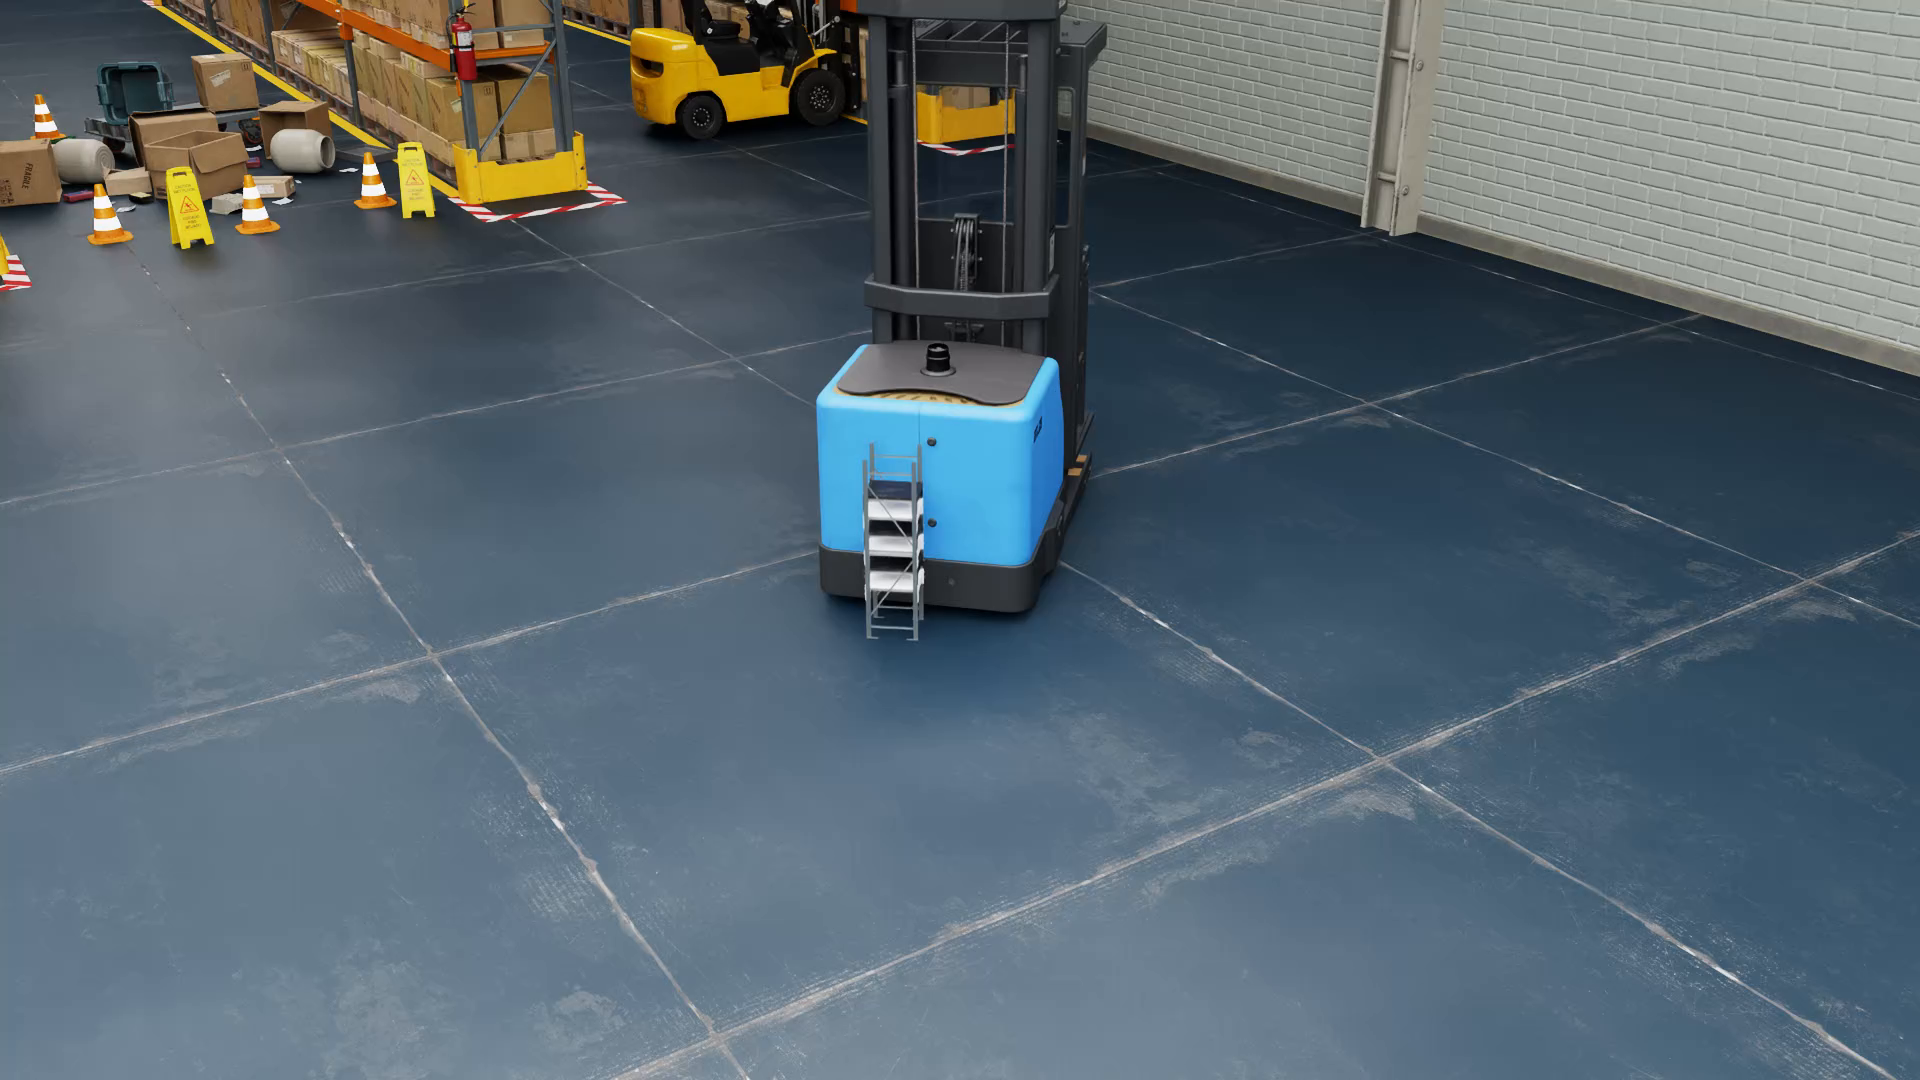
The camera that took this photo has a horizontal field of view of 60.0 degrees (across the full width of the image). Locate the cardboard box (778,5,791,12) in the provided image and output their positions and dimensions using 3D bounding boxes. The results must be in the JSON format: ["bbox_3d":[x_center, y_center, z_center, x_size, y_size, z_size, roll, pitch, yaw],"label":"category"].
[{"bbox_3d":[-2.090,-6.342,20.228,0.500,0.250,0.500,-16,30,-30],"label":"cardboard box"}]

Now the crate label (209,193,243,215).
[{"bbox_3d":[-6.606,-3.046,15.041,0.298,0.136,0.250,12,28,24],"label":"crate label"}]

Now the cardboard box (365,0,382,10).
[{"bbox_3d":[-5.685,-5.632,16.701,0.500,0.500,0.500,-16,30,-30],"label":"cardboard box"}]

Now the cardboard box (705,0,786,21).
[{"bbox_3d":[-2.803,-6.769,21.864,0.875,0.625,0.625,-16,30,-30],"label":"cardboard box"}]

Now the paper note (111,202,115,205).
[{"bbox_3d":[-7.805,-3.095,15.294,0.032,0.001,0.123,-1,25,-3],"label":"paper note"}]

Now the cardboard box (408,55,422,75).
[{"bbox_3d":[-5.112,-4.612,16.096,0.380,0.149,0.250,-15,29,-29],"label":"cardboard box"}]

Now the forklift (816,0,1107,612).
[{"bbox_3d":[0.134,-1.588,8.680,1.130,2.935,3.031,5,26,11],"label":"forklift"}]

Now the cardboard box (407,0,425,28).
[{"bbox_3d":[-4.861,-5.090,15.554,0.500,0.500,0.500,-15,29,-29],"label":"cardboard box"}]

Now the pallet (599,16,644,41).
[{"bbox_3d":[-4.651,-7.635,24.676,1.003,0.211,1.213,-16,29,-30],"label":"pallet"}]

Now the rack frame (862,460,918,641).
[{"bbox_3d":[-0.315,0.056,7.576,0.240,0.900,0.006,3,25,5],"label":"rack frame"}]

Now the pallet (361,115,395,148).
[{"bbox_3d":[-5.852,-4.538,18.116,1.003,0.211,1.213,-16,29,-30],"label":"pallet"}]

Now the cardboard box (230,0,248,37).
[{"bbox_3d":[-9.710,-7.597,23.327,0.875,0.875,0.875,-15,29,-28],"label":"cardboard box"}]

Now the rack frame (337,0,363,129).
[{"bbox_3d":[-6.248,-6.031,18.012,1.000,3.000,0.127,-16,29,-30],"label":"rack frame"}]

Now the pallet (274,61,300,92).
[{"bbox_3d":[-8.007,-5.921,21.046,1.003,0.211,1.213,-16,29,-30],"label":"pallet"}]

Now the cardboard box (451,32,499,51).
[{"bbox_3d":[-4.448,-4.571,15.213,0.380,0.149,0.250,-14,29,-28],"label":"cardboard box"}]

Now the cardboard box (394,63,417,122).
[{"bbox_3d":[-5.278,-4.480,16.577,0.500,0.500,0.500,-16,30,-31],"label":"cardboard box"}]

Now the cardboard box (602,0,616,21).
[{"bbox_3d":[-4.951,-7.962,24.539,0.500,0.500,0.500,-16,30,-30],"label":"cardboard box"}]

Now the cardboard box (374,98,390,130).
[{"bbox_3d":[-5.852,-4.516,17.531,0.500,0.250,0.500,-14,29,-27],"label":"cardboard box"}]

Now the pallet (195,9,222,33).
[{"bbox_3d":[-10.965,-7.922,25.284,1.003,0.211,1.213,-16,29,-30],"label":"pallet"}]

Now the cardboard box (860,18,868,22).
[{"bbox_3d":[-0.826,-5.917,19.329,0.500,0.250,0.500,-16,30,-31],"label":"cardboard box"}]

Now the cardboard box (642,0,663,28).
[{"bbox_3d":[-3.946,-7.510,23.434,0.875,0.625,0.625,-15,29,-28],"label":"cardboard box"}]

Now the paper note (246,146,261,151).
[{"bbox_3d":[-7.388,-4.102,17.403,0.148,0.019,0.142,-16,29,-30],"label":"paper note"}]

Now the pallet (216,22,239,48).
[{"bbox_3d":[-10.131,-7.373,24.122,1.003,0.211,1.213,-16,29,-30],"label":"pallet"}]

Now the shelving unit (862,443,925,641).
[{"bbox_3d":[-0.304,0.013,7.667,0.258,0.900,0.210,3,25,5],"label":"shelving unit"}]

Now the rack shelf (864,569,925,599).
[{"bbox_3d":[-0.304,0.206,7.758,0.258,0.077,0.200,3,25,5],"label":"rack shelf"}]

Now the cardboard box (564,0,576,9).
[{"bbox_3d":[-5.816,-8.517,25.715,0.500,0.500,0.500,-17,30,-31],"label":"cardboard box"}]

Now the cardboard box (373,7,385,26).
[{"bbox_3d":[-5.655,-5.271,16.695,0.380,0.149,0.250,-15,29,-29],"label":"cardboard box"}]

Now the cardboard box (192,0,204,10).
[{"bbox_3d":[-11.358,-8.494,25.738,0.875,0.438,0.875,-17,30,-31],"label":"cardboard box"}]

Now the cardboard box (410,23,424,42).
[{"bbox_3d":[-4.967,-4.817,15.735,0.380,0.149,0.250,-15,29,-29],"label":"cardboard box"}]

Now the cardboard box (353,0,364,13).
[{"bbox_3d":[-6.164,-5.652,17.503,0.380,0.149,0.250,-15,29,-28],"label":"cardboard box"}]

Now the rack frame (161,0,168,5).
[{"bbox_3d":[-12.799,-10.323,27.104,1.000,3.000,0.127,-16,29,-30],"label":"rack frame"}]

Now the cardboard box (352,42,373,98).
[{"bbox_3d":[-6.152,-5.043,17.769,0.500,0.500,0.500,-14,29,-27],"label":"cardboard box"}]

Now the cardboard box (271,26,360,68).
[{"bbox_3d":[-8.132,-6.259,21.081,0.950,0.372,0.625,-18,31,-33],"label":"cardboard box"}]

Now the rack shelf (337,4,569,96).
[{"bbox_3d":[-5.157,-4.991,16.651,1.077,0.370,4.000,-16,29,-30],"label":"rack shelf"}]

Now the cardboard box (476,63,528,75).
[{"bbox_3d":[-4.576,-4.434,16.478,0.500,0.500,0.500,-17,30,-31],"label":"cardboard box"}]

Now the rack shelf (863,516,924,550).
[{"bbox_3d":[-0.304,-0.038,7.643,0.258,0.077,0.200,3,25,5],"label":"rack shelf"}]

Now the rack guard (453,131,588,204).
[{"bbox_3d":[-4.106,-3.497,15.573,1.175,0.500,0.348,-16,29,-30],"label":"rack guard"}]

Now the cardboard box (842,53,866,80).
[{"bbox_3d":[-1.000,-5.394,18.806,0.500,0.250,0.500,-16,30,-31],"label":"cardboard box"}]

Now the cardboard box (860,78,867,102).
[{"bbox_3d":[-0.958,-5.161,18.897,0.500,0.250,0.500,-15,29,-29],"label":"cardboard box"}]

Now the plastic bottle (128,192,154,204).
[{"bbox_3d":[-7.599,-3.172,15.398,0.283,0.061,0.133,18,31,33],"label":"plastic bottle"}]

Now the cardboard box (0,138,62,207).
[{"bbox_3d":[-8.633,-3.396,15.356,0.500,0.500,0.500,-10,27,-21],"label":"cardboard box"}]

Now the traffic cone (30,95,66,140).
[{"bbox_3d":[-9.807,-4.526,17.795,0.336,0.463,0.334,-16,29,-30],"label":"traffic cone"}]

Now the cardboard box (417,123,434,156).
[{"bbox_3d":[-5.008,-3.961,16.355,0.500,0.250,0.500,-15,29,-29],"label":"cardboard box"}]

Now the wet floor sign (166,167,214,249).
[{"bbox_3d":[-6.482,-2.797,13.920,0.267,0.644,0.232,-22,33,-38],"label":"wet floor sign"}]

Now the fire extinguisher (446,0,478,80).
[{"bbox_3d":[-4.388,-4.417,14.684,0.296,0.674,0.183,-16,29,-30],"label":"fire extinguisher"}]

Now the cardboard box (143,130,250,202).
[{"bbox_3d":[-7.145,-3.510,15.596,0.637,0.503,0.797,7,26,15],"label":"cardboard box"}]

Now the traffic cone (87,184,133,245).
[{"bbox_3d":[-7.257,-2.785,14.107,0.336,0.463,0.334,-16,29,-30],"label":"traffic cone"}]

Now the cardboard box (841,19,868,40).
[{"bbox_3d":[-1.258,-5.792,19.063,0.500,0.250,0.500,-16,30,-31],"label":"cardboard box"}]

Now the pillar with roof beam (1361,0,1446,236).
[{"bbox_3d":[0.136,-5.781,10.456,9.100,9.000,0.400,-16,29,-30],"label":"pillar with roof beam"}]

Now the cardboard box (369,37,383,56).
[{"bbox_3d":[-5.852,-5.094,17.118,0.380,0.149,0.250,-14,29,-28],"label":"cardboard box"}]

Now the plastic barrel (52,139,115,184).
[{"bbox_3d":[-8.436,-3.628,15.940,0.512,0.421,0.421,3,25,6],"label":"plastic barrel"}]

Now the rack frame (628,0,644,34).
[{"bbox_3d":[-4.275,-8.620,23.496,1.000,3.000,0.127,-16,29,-30],"label":"rack frame"}]

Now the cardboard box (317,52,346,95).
[{"bbox_3d":[-6.932,-5.476,19.423,0.950,0.372,0.625,-14,28,-26],"label":"cardboard box"}]
